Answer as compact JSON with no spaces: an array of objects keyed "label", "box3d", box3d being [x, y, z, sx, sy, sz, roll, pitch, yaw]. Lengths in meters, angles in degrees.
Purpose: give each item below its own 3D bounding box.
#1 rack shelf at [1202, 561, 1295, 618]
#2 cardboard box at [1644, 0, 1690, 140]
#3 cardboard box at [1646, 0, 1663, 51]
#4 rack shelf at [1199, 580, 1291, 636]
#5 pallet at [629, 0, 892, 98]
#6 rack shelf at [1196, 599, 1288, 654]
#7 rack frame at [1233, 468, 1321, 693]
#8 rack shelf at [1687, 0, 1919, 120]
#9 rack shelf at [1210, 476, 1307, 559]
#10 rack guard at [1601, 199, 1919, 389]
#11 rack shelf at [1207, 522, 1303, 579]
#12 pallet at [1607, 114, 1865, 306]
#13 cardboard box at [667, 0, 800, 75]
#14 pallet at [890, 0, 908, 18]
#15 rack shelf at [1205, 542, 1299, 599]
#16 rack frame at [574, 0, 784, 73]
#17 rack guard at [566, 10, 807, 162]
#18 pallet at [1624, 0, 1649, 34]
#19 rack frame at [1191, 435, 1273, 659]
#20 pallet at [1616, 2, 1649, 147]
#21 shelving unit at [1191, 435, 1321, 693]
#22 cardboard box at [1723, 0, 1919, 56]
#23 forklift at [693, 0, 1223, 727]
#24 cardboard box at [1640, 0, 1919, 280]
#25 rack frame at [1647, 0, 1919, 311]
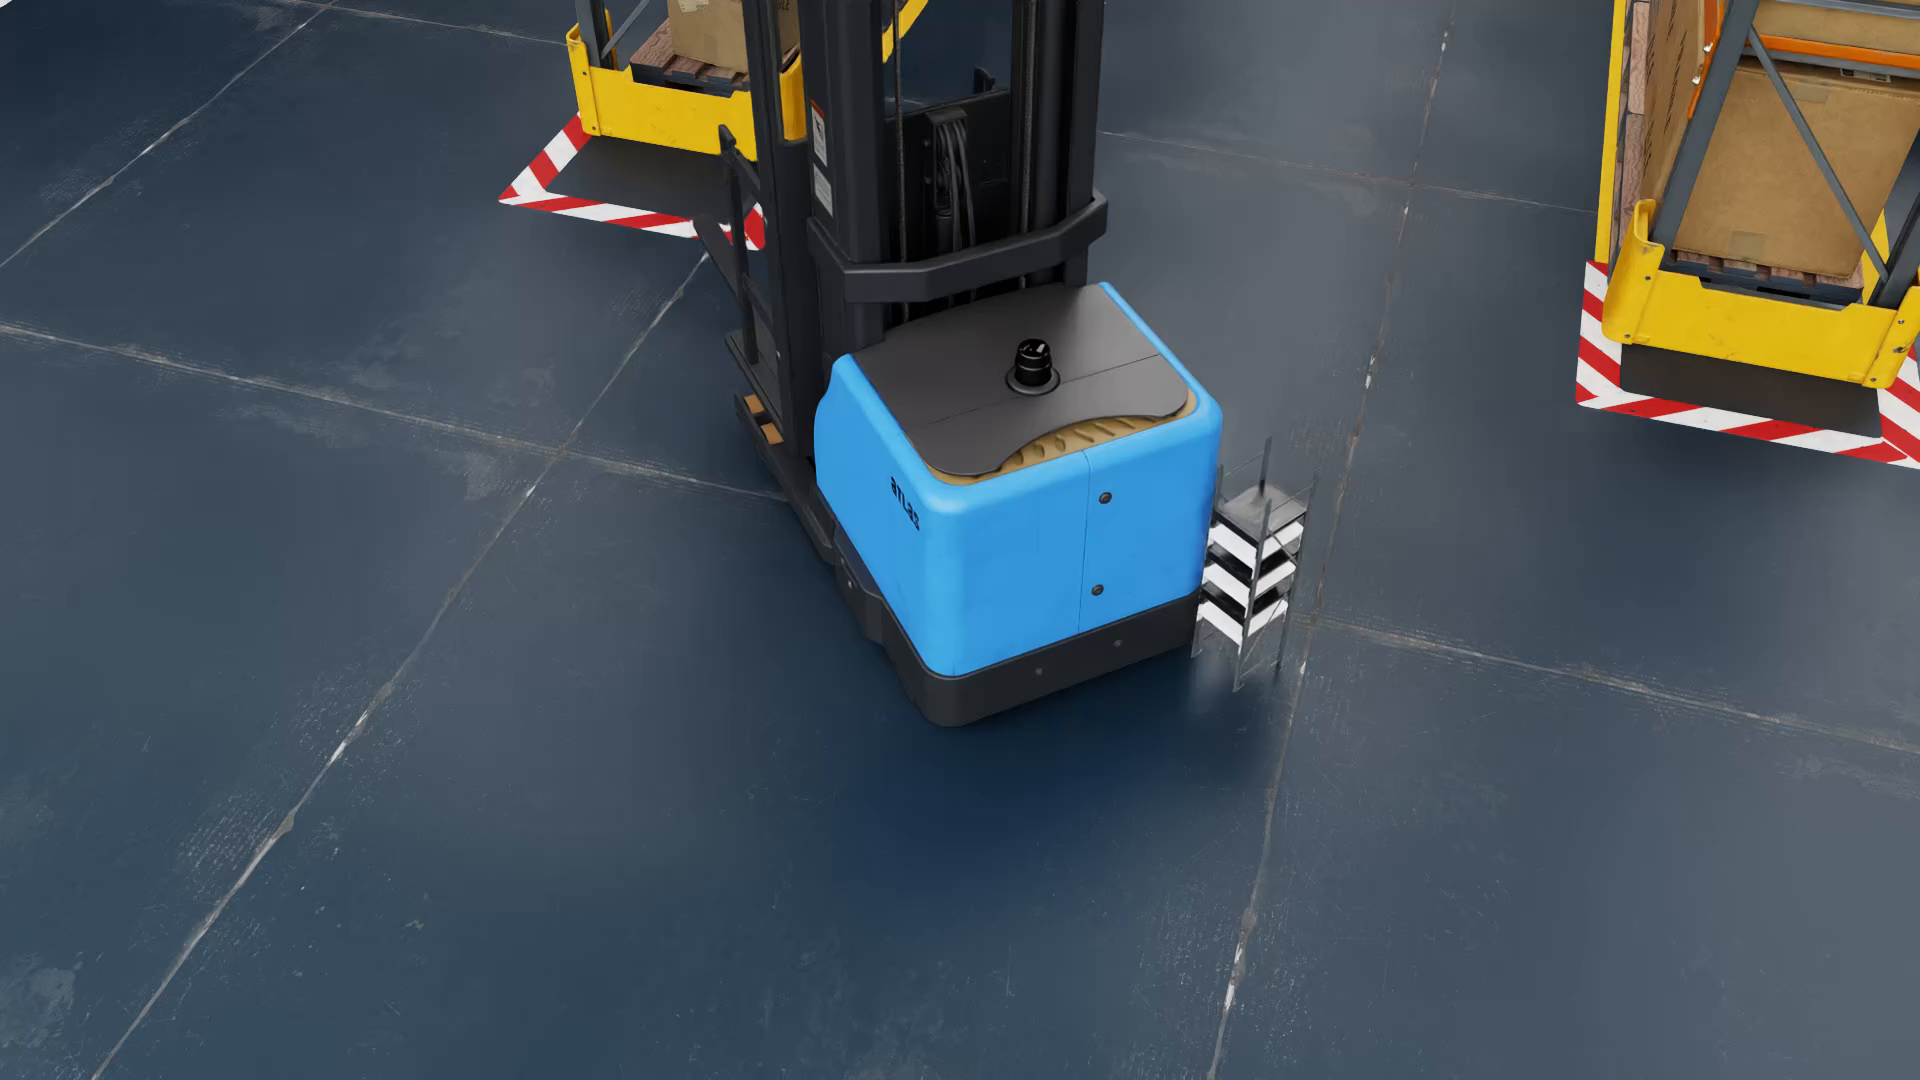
[{"label":"rack shelf","box3d":[0.967,0.118,5.533,0.258,0.077,0.200,-30,52,-27]},{"label":"cardboard box","box3d":[3.773,-2.384,7.760,0.875,0.875,0.875,12,46,12]},{"label":"cardboard box","box3d":[4.051,-2.991,8.381,0.875,0.875,0.875,13,46,13]},{"label":"rack shelf","box3d":[0.967,0.183,5.596,0.258,0.077,0.200,-30,52,-27]},{"label":"pallet","box3d":[-1.028,-2.646,8.803,1.003,0.211,1.213,13,46,13]},{"label":"rack shelf","box3d":[0.967,0.247,5.659,0.258,0.077,0.200,-30,52,-27]},{"label":"rack frame","box3d":[1.032,0.150,5.454,0.240,0.900,0.006,-30,52,-27]},{"label":"rack shelf","box3d":[3.971,-3.016,7.702,1.077,0.370,4.000,13,46,13]},{"label":"rack shelf","box3d":[0.967,-0.075,5.344,0.258,0.077,0.200,-30,52,-27]},{"label":"rack guard","box3d":[3.359,-1.031,6.946,1.175,0.500,0.348,13,46,13]},{"label":"rack shelf","box3d":[0.967,-0.010,5.407,0.258,0.077,0.200,-30,52,-27]},{"label":"pallet","box3d":[3.533,-1.493,7.625,1.003,0.211,1.213,13,46,13]},{"label":"cardboard box","box3d":[-1.126,-2.728,8.380,0.500,0.500,0.500,21,48,20]},{"label":"pallet","box3d":[-0.657,-3.457,9.632,1.003,0.211,1.213,13,46,13]},{"label":"rack shelf","box3d":[0.967,0.054,5.470,0.258,0.077,0.200,-30,52,-27]},{"label":"rack frame","box3d":[-1.331,-3.058,7.231,1.000,3.000,0.127,13,46,13]},{"label":"rack guard","box3d":[-1.308,-2.215,8.157,1.175,0.500,0.348,13,46,13]},{"label":"pallet","box3d":[4.272,-3.120,9.287,1.003,0.211,1.213,13,46,13]},{"label":"rack frame","box3d":[0.903,0.040,5.566,0.240,0.900,0.006,-30,52,-27]},{"label":"pallet","box3d":[3.905,-2.304,8.453,1.003,0.211,1.213,13,46,13]},{"label":"shelving unit","box3d":[0.967,0.095,5.510,0.258,0.900,0.210,-30,52,-27]},{"label":"cardboard box","box3d":[3.435,-2.251,6.298,0.875,0.550,0.550,13,46,13]},{"label":"forklift","box3d":[-0.245,-1.467,5.653,1.130,2.935,3.031,-18,47,-18]},{"label":"cardboard box","box3d":[3.508,-1.797,7.161,0.875,0.875,0.875,13,46,13]},{"label":"rack frame","box3d":[3.366,-1.940,6.088,1.000,3.000,0.127,13,46,13]}]
